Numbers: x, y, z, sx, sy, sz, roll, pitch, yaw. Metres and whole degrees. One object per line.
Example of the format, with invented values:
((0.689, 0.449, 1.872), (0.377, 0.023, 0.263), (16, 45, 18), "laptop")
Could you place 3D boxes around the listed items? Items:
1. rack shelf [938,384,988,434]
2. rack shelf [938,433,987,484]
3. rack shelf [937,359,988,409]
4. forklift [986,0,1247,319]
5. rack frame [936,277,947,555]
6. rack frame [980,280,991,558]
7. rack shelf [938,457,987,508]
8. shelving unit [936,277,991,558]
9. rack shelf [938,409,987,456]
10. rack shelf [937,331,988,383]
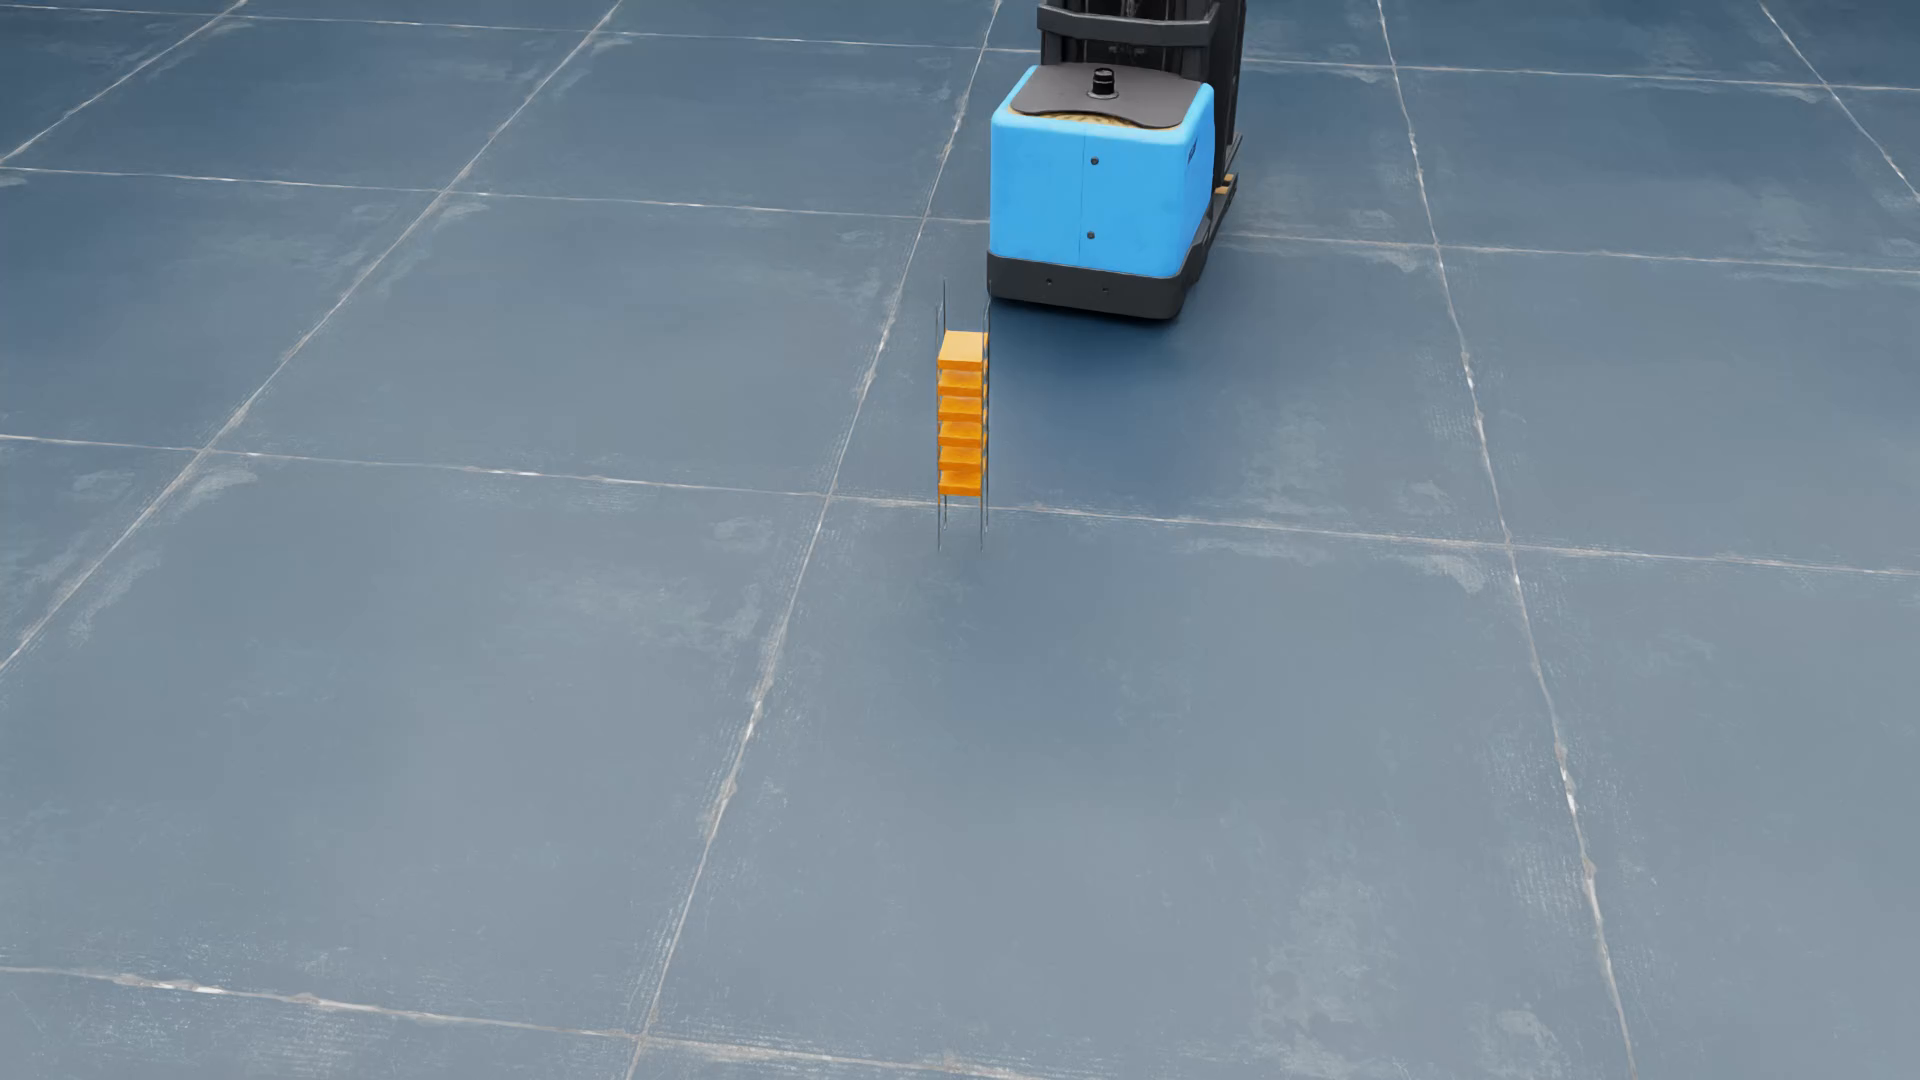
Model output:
((0.014, -0.549, 6.856), (0.180, 0.103, 0.258), (4, 36, 6), "rack shelf")
((0.014, -0.353, 6.995), (0.180, 0.103, 0.258), (4, 36, 6), "rack shelf")
((0.014, -0.646, 6.786), (0.180, 0.103, 0.258), (4, 36, 6), "rack shelf")
((1.063, -3.210, 9.224), (1.130, 2.935, 3.031), (10, 37, 14), "forklift")
((-0.076, -0.494, 6.909), (0.006, 1.200, 0.240), (4, 36, 6), "rack frame")
((0.105, -0.481, 6.890), (0.006, 1.200, 0.240), (4, 36, 6), "rack frame")
((0.014, -0.256, 7.065), (0.180, 0.103, 0.258), (4, 36, 6), "rack shelf")
((0.014, -0.487, 6.900), (0.189, 1.200, 0.258), (4, 36, 6), "shelving unit")
((0.014, -0.451, 6.926), (0.180, 0.103, 0.258), (4, 36, 6), "rack shelf")
((0.014, -0.744, 6.717), (0.180, 0.103, 0.258), (4, 36, 6), "rack shelf")
